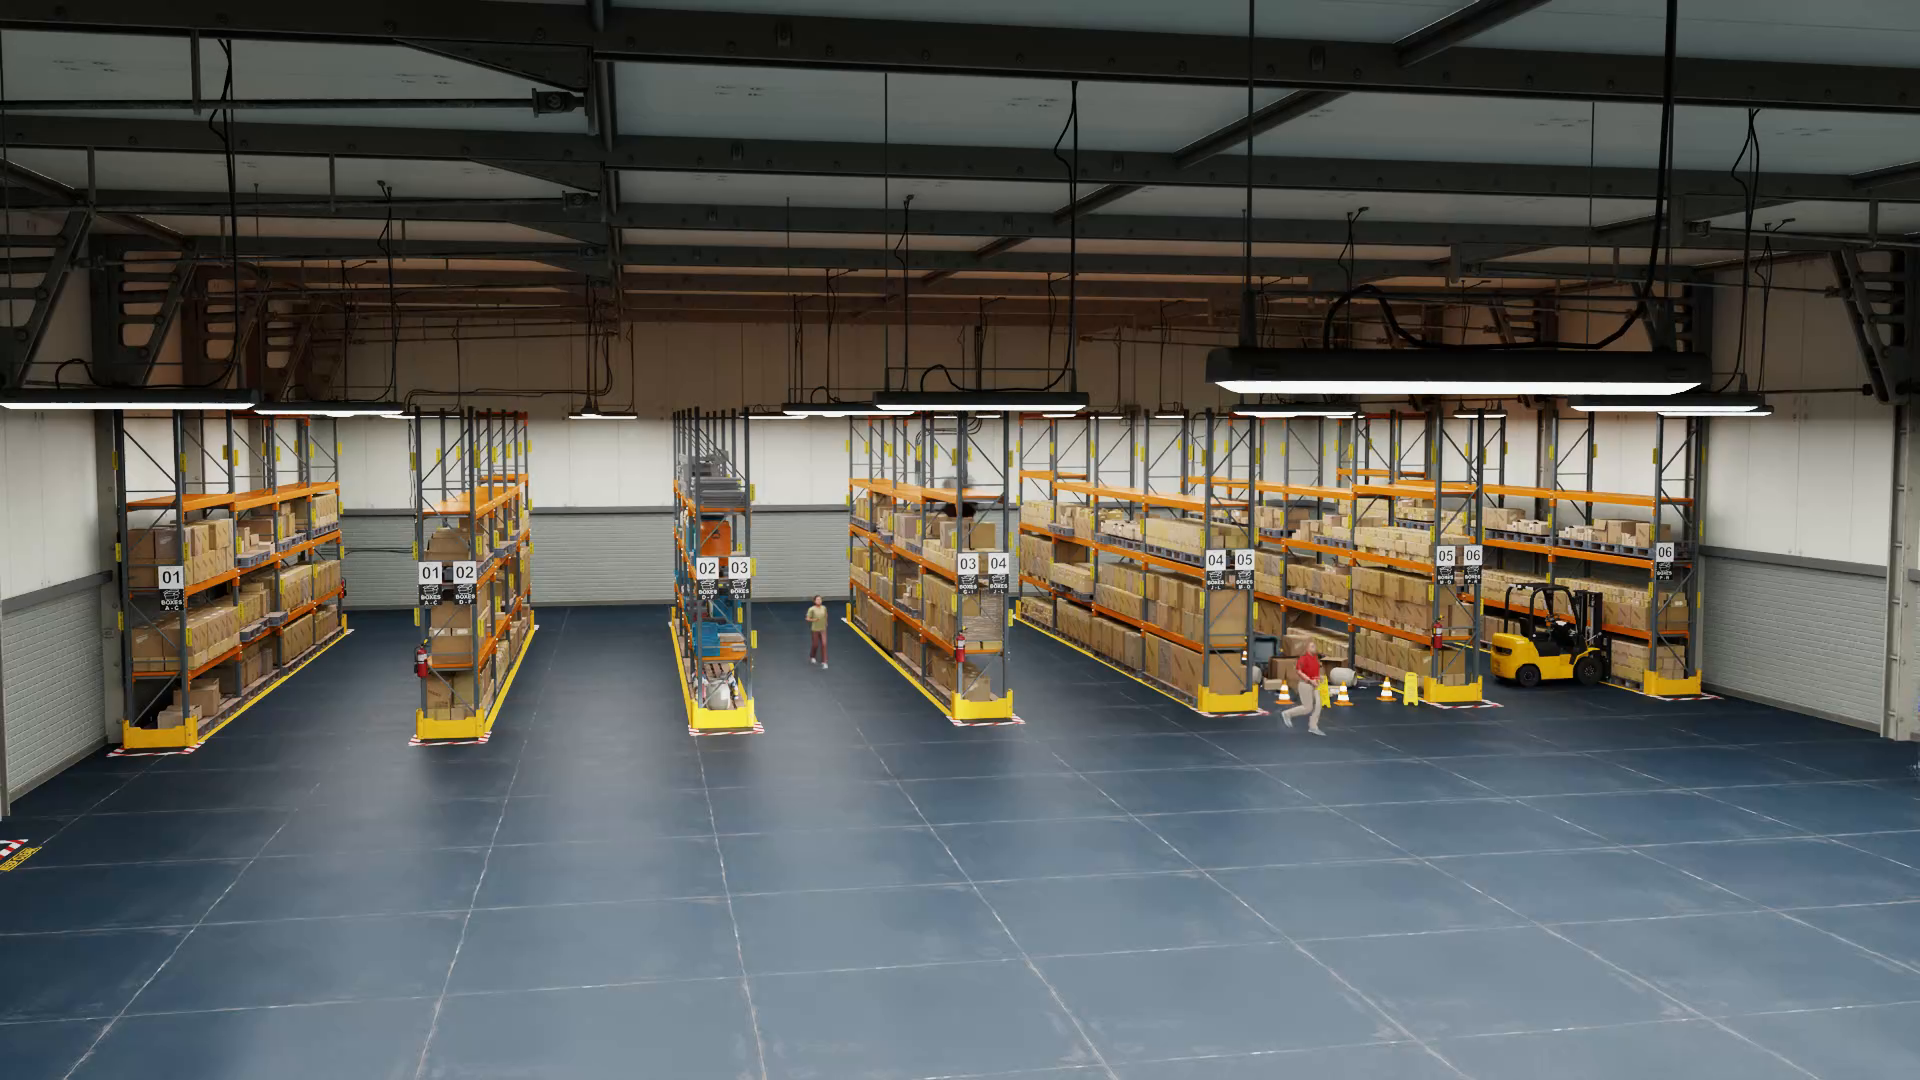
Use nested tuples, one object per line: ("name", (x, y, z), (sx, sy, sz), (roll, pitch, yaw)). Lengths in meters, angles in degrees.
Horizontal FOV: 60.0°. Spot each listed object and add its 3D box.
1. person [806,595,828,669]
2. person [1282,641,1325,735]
("person", (-3.301, 2.113, 38.688), (0.574, 1.673, 0.951), (-2, 4, -23))
("person", (6.371, 2.711, 30.613), (0.783, 1.721, 0.666), (3, 5, 37))
